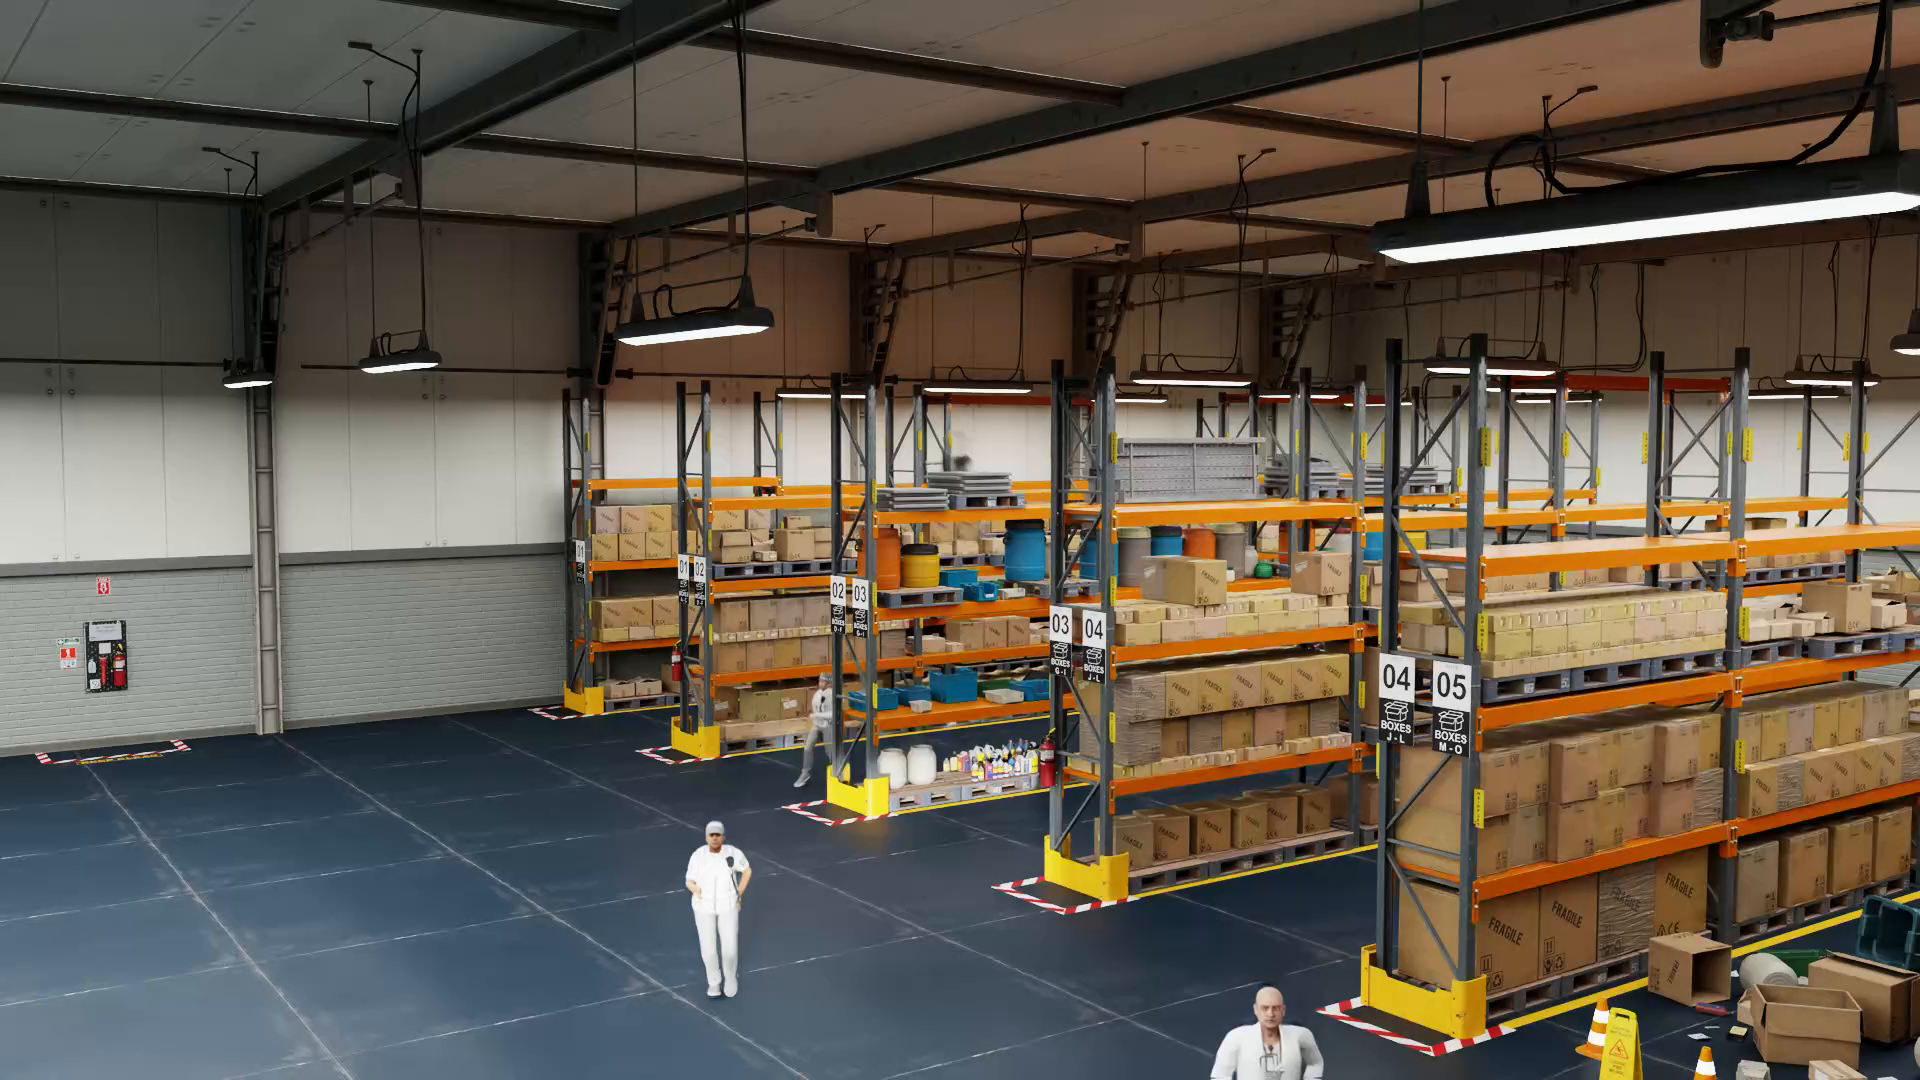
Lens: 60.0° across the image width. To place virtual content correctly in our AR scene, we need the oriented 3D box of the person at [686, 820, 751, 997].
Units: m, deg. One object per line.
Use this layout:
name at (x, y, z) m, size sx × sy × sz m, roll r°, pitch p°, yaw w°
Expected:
person at (-2.213, 3.372, 15.112) m, size 0.563 × 1.634 × 0.605 m, roll 0°, pitch 4°, yaw -3°

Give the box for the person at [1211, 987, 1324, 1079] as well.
person at (1.904, 3.626, 10.252) m, size 0.709 × 1.762 × 0.945 m, roll 0°, pitch 4°, yaw 5°

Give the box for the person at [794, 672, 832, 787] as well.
person at (-1.955, 2.767, 24.420) m, size 0.627 × 1.713 × 0.849 m, roll 4°, pitch 5°, yaw 44°
